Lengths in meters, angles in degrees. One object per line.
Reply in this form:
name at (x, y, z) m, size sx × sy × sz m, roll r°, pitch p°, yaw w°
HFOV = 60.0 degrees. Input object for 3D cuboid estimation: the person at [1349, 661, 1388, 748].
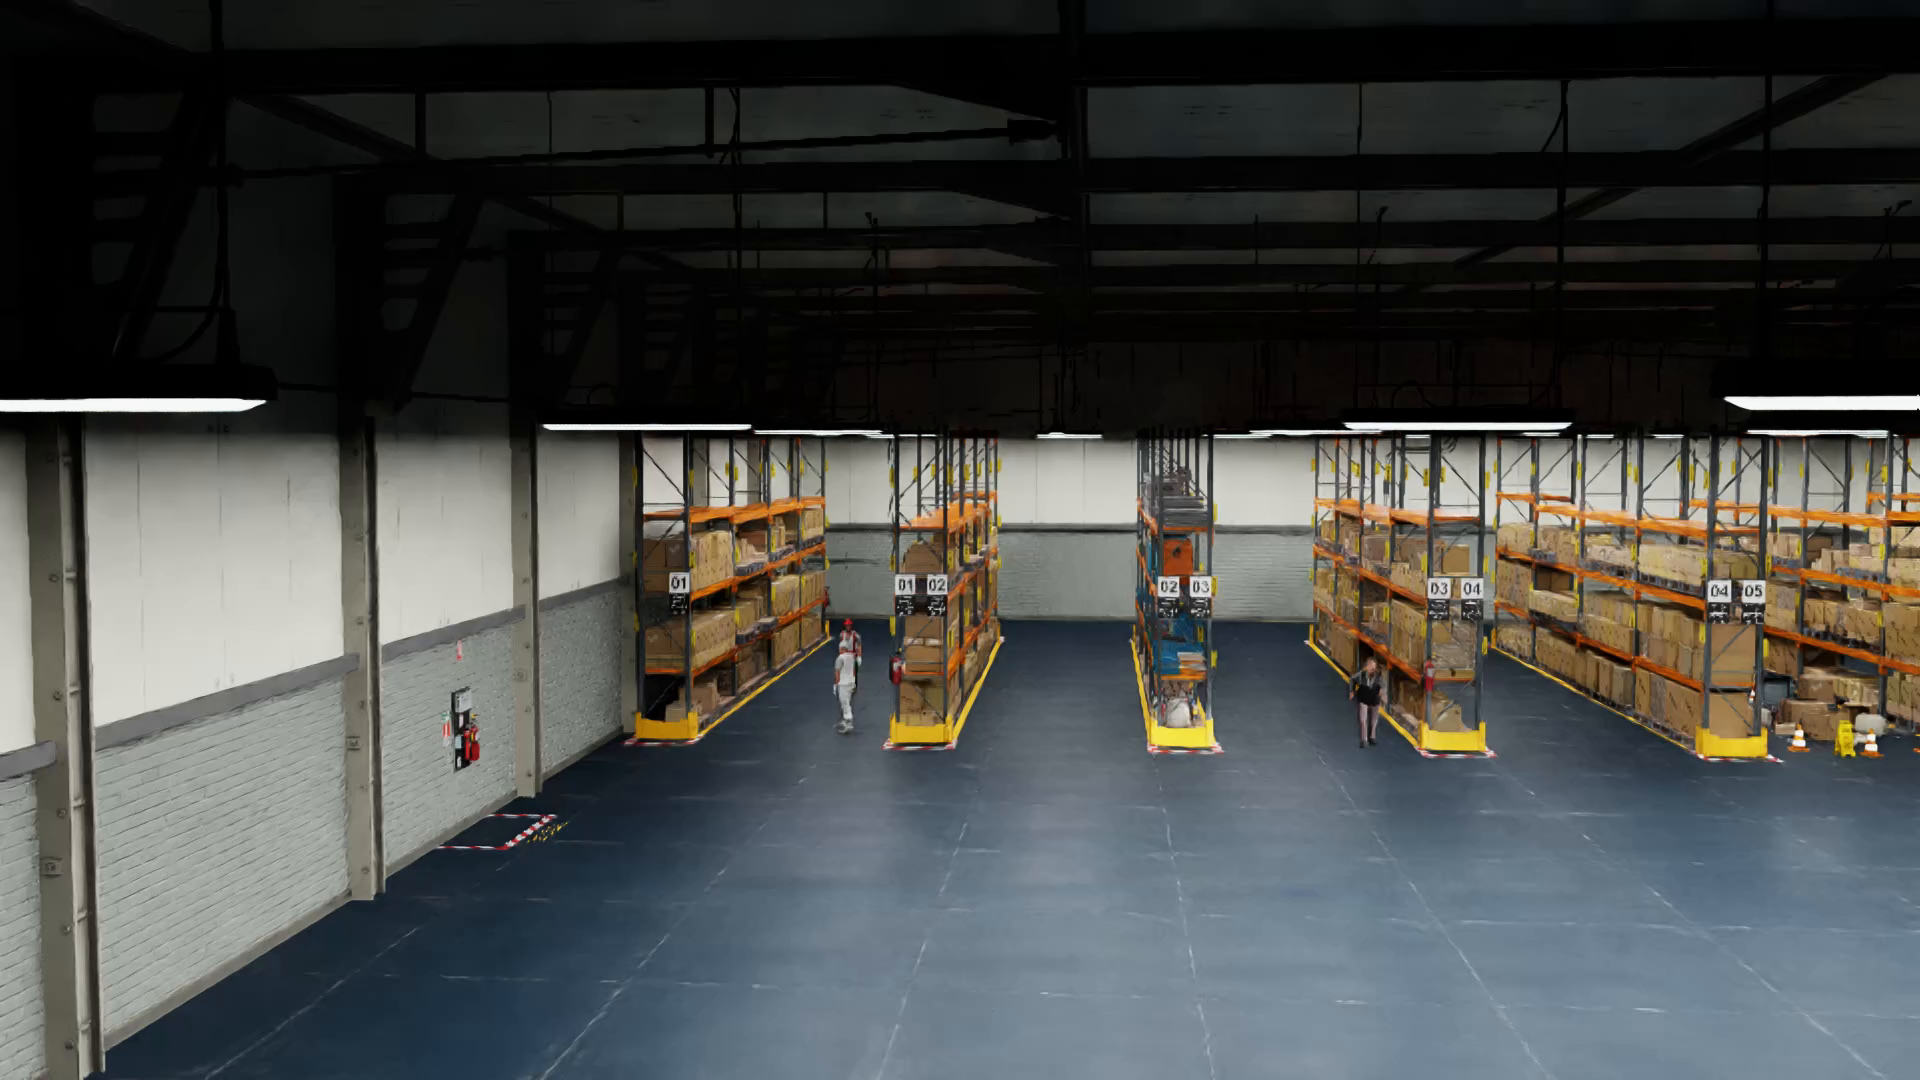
person at (7.596, 3.034, 30.907) m, size 0.644 × 1.631 × 0.948 m, roll 0°, pitch 3°, yaw 1°

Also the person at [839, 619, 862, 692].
person at (-2.463, 2.621, 37.171) m, size 0.567 × 1.736 × 1.044 m, roll 0°, pitch 3°, yaw 4°

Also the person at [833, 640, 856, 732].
person at (-2.297, 2.846, 32.737) m, size 0.577 × 1.785 × 0.655 m, roll 2°, pitch 4°, yaw 27°
